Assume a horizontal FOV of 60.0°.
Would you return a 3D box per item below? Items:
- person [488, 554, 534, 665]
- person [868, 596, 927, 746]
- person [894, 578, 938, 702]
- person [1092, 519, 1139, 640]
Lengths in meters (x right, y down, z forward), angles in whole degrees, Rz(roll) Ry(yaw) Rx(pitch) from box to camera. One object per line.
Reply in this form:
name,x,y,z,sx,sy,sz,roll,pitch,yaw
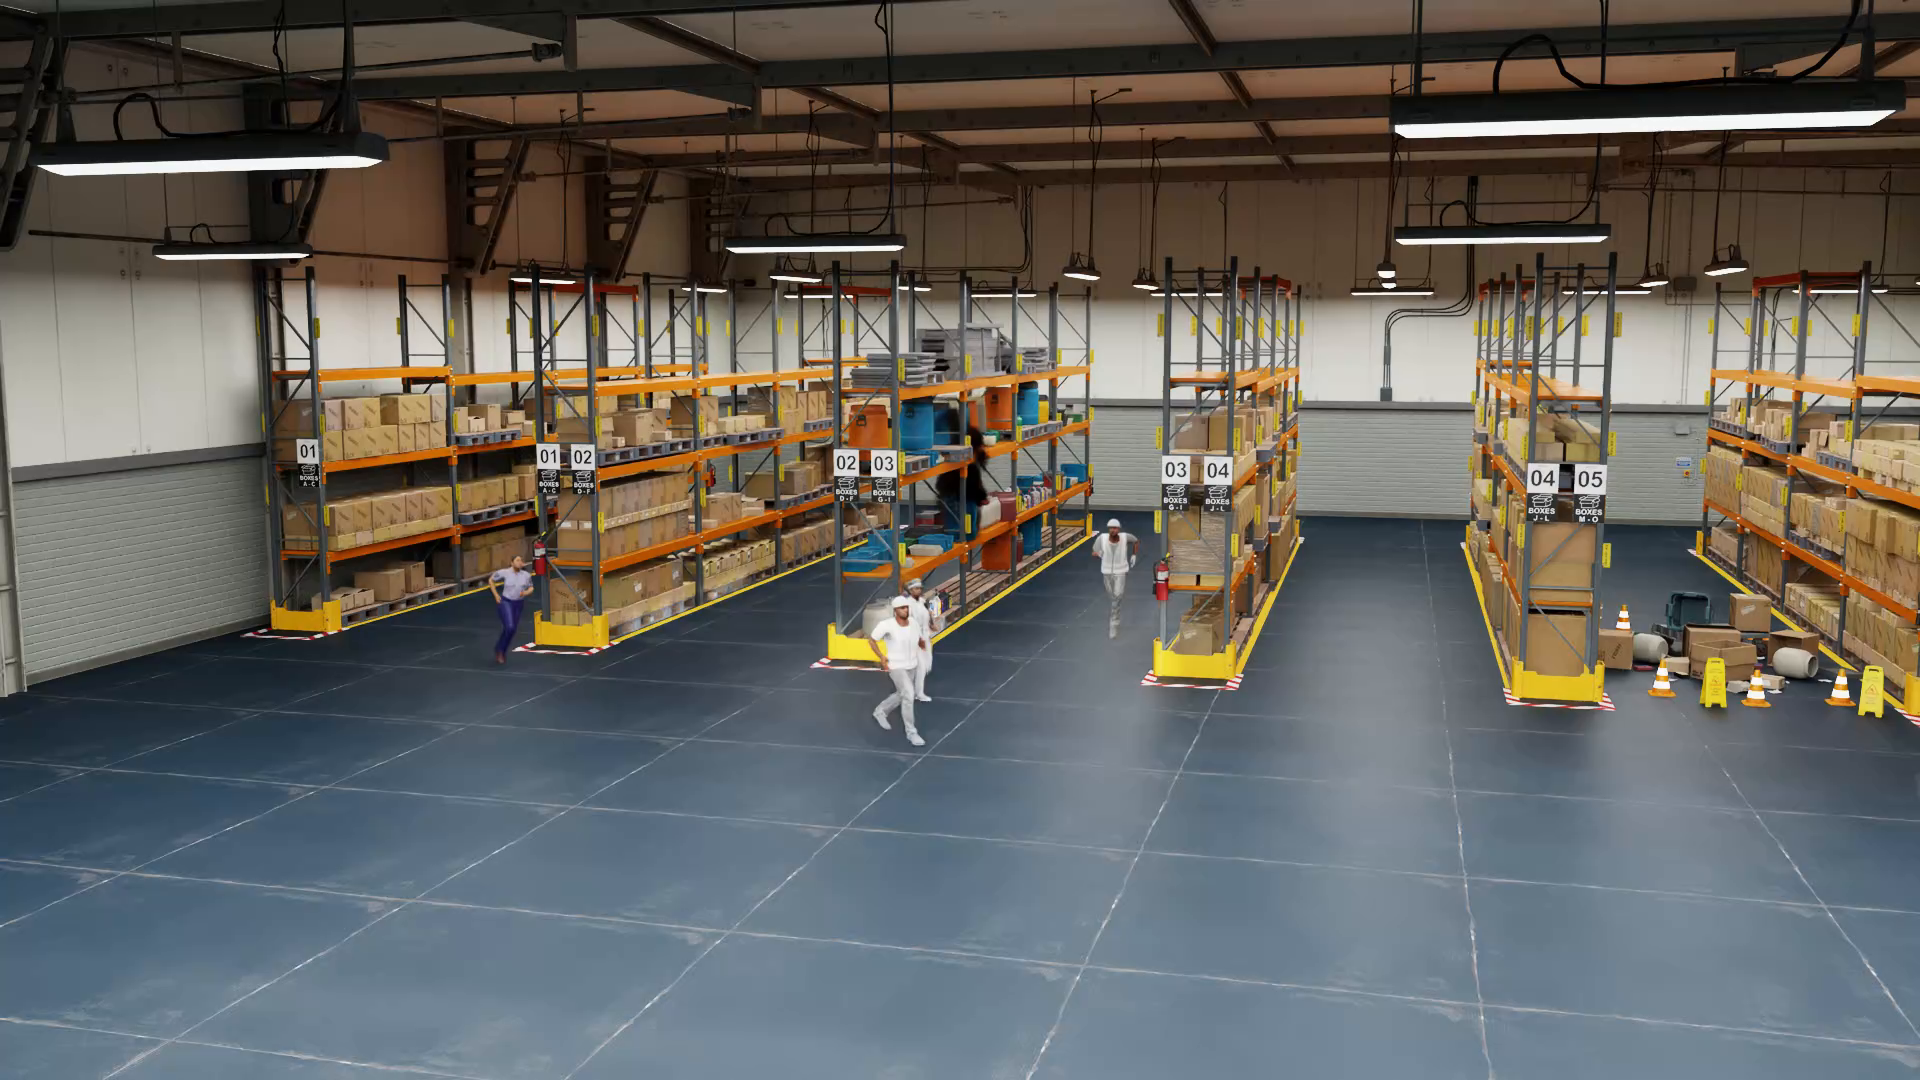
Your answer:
person,-6.784,1.027,25.118,0.651,1.646,0.664,-7,10,-45
person,-0.718,1.556,20.313,0.915,1.780,0.682,7,10,43
person,-0.626,1.329,22.560,0.607,1.660,0.678,-7,10,-42
person,2.422,0.571,26.028,0.674,1.863,0.917,3,8,19
